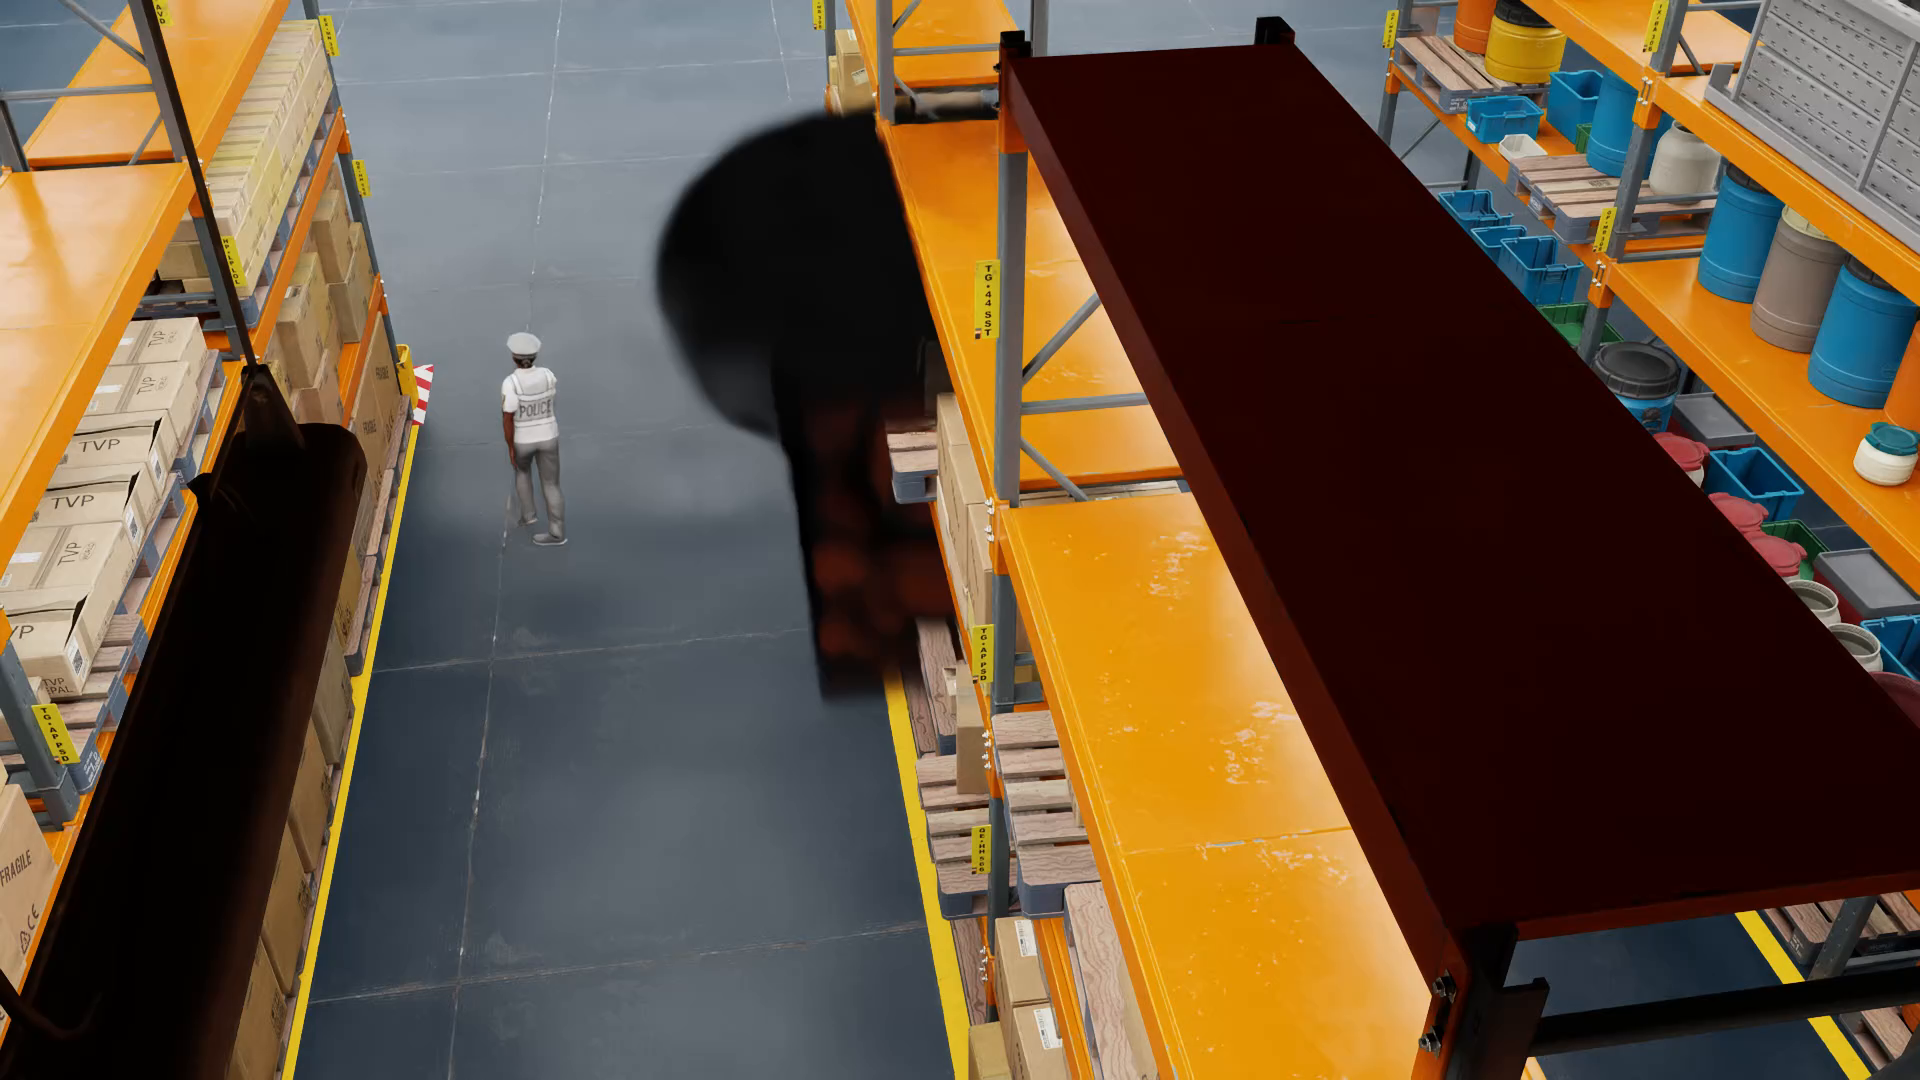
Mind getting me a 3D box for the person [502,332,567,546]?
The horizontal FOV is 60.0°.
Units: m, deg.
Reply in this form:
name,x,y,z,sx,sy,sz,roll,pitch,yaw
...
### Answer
name,x,y,z,sx,sy,sz,roll,pitch,yaw
person,-3.272,-0.743,12.785,0.481,1.700,0.674,-10,37,-13
